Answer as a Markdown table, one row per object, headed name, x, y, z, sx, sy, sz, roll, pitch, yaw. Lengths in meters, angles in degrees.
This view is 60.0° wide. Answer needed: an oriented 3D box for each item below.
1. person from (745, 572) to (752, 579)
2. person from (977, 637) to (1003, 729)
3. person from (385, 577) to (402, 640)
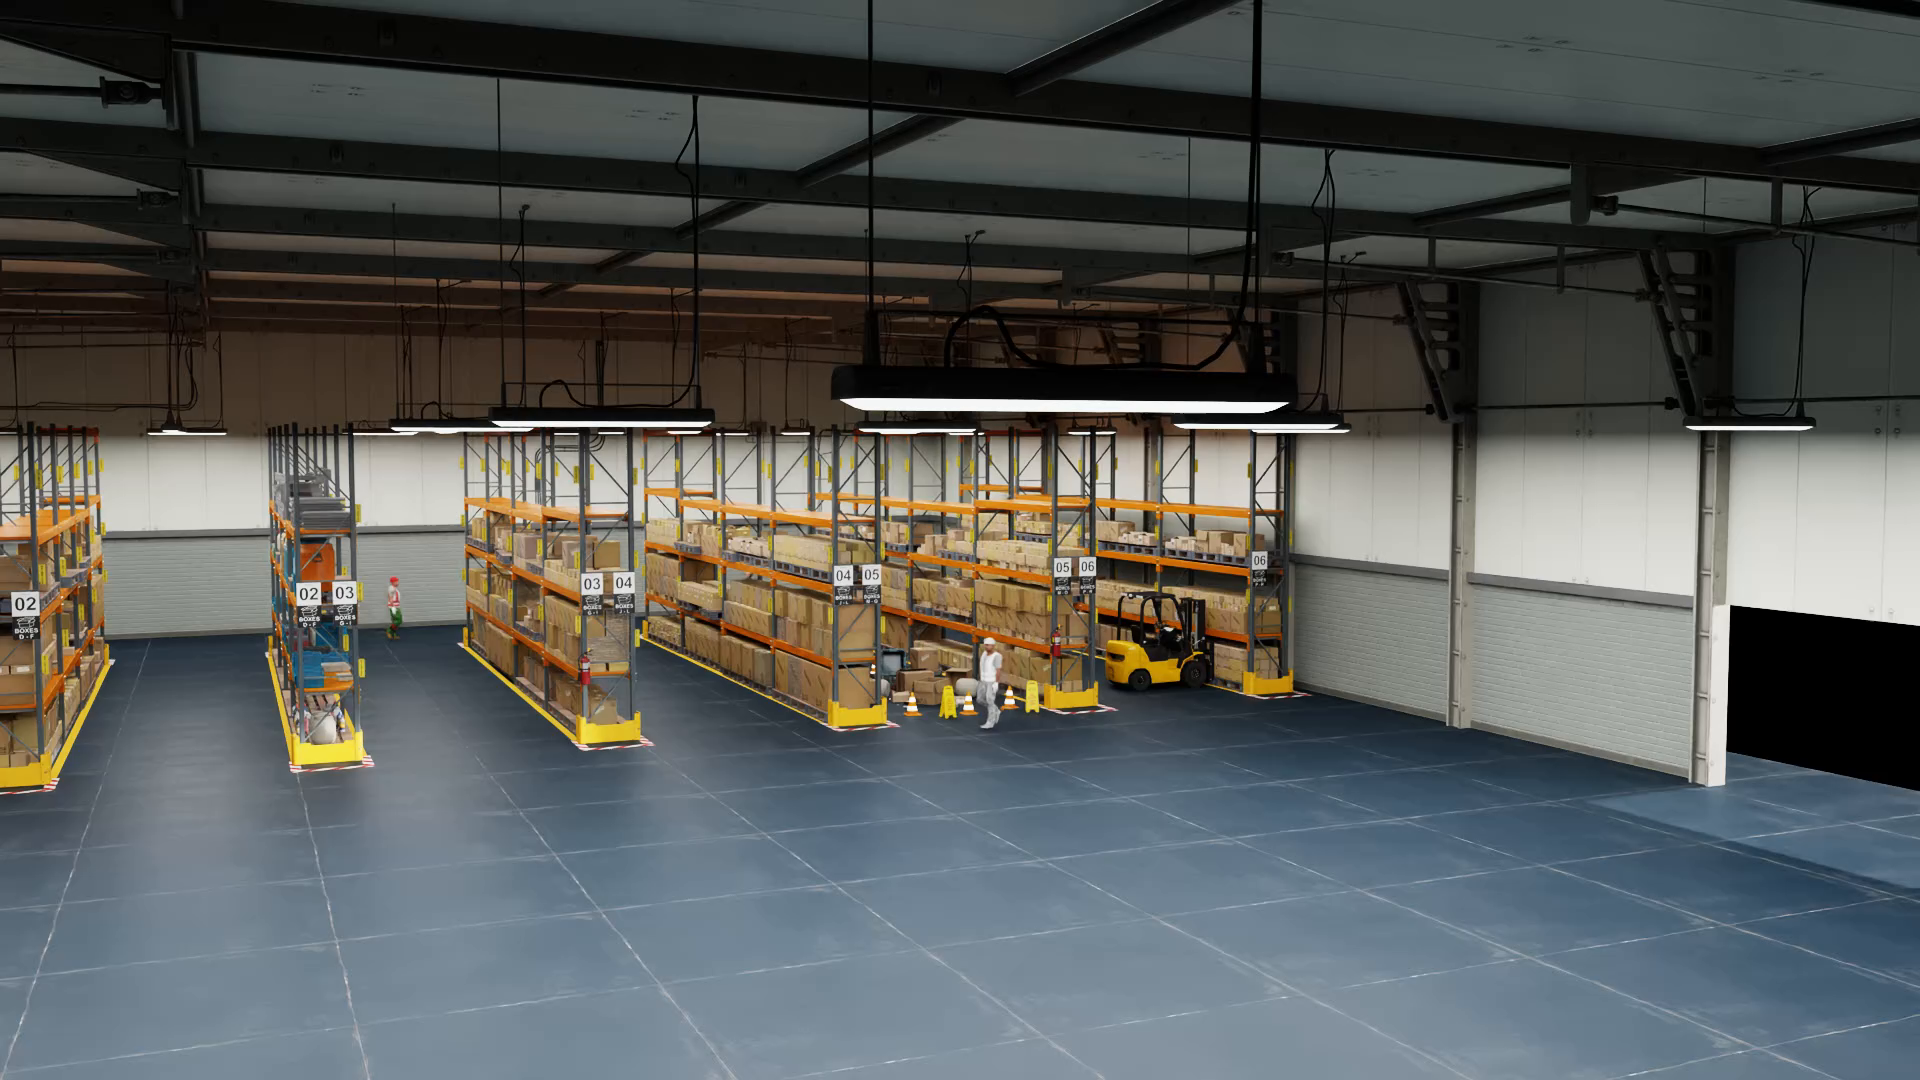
| name | x | y | z | sx | sy | sz | roll | pitch | yaw |
| --- | --- | --- | --- | --- | --- | --- | --- | --- | --- |
| person | -6.293 | 1.818 | 49.487 | 0.729 | 1.795 | 0.640 | -2 | 4 | -25 |
| person | 0.596 | 2.810 | 32.892 | 0.626 | 1.782 | 0.623 | -3 | 4 | -37 |
| person | -16.066 | 1.933 | 47.130 | 0.472 | 1.788 | 0.583 | -1 | 4 | -21 |
